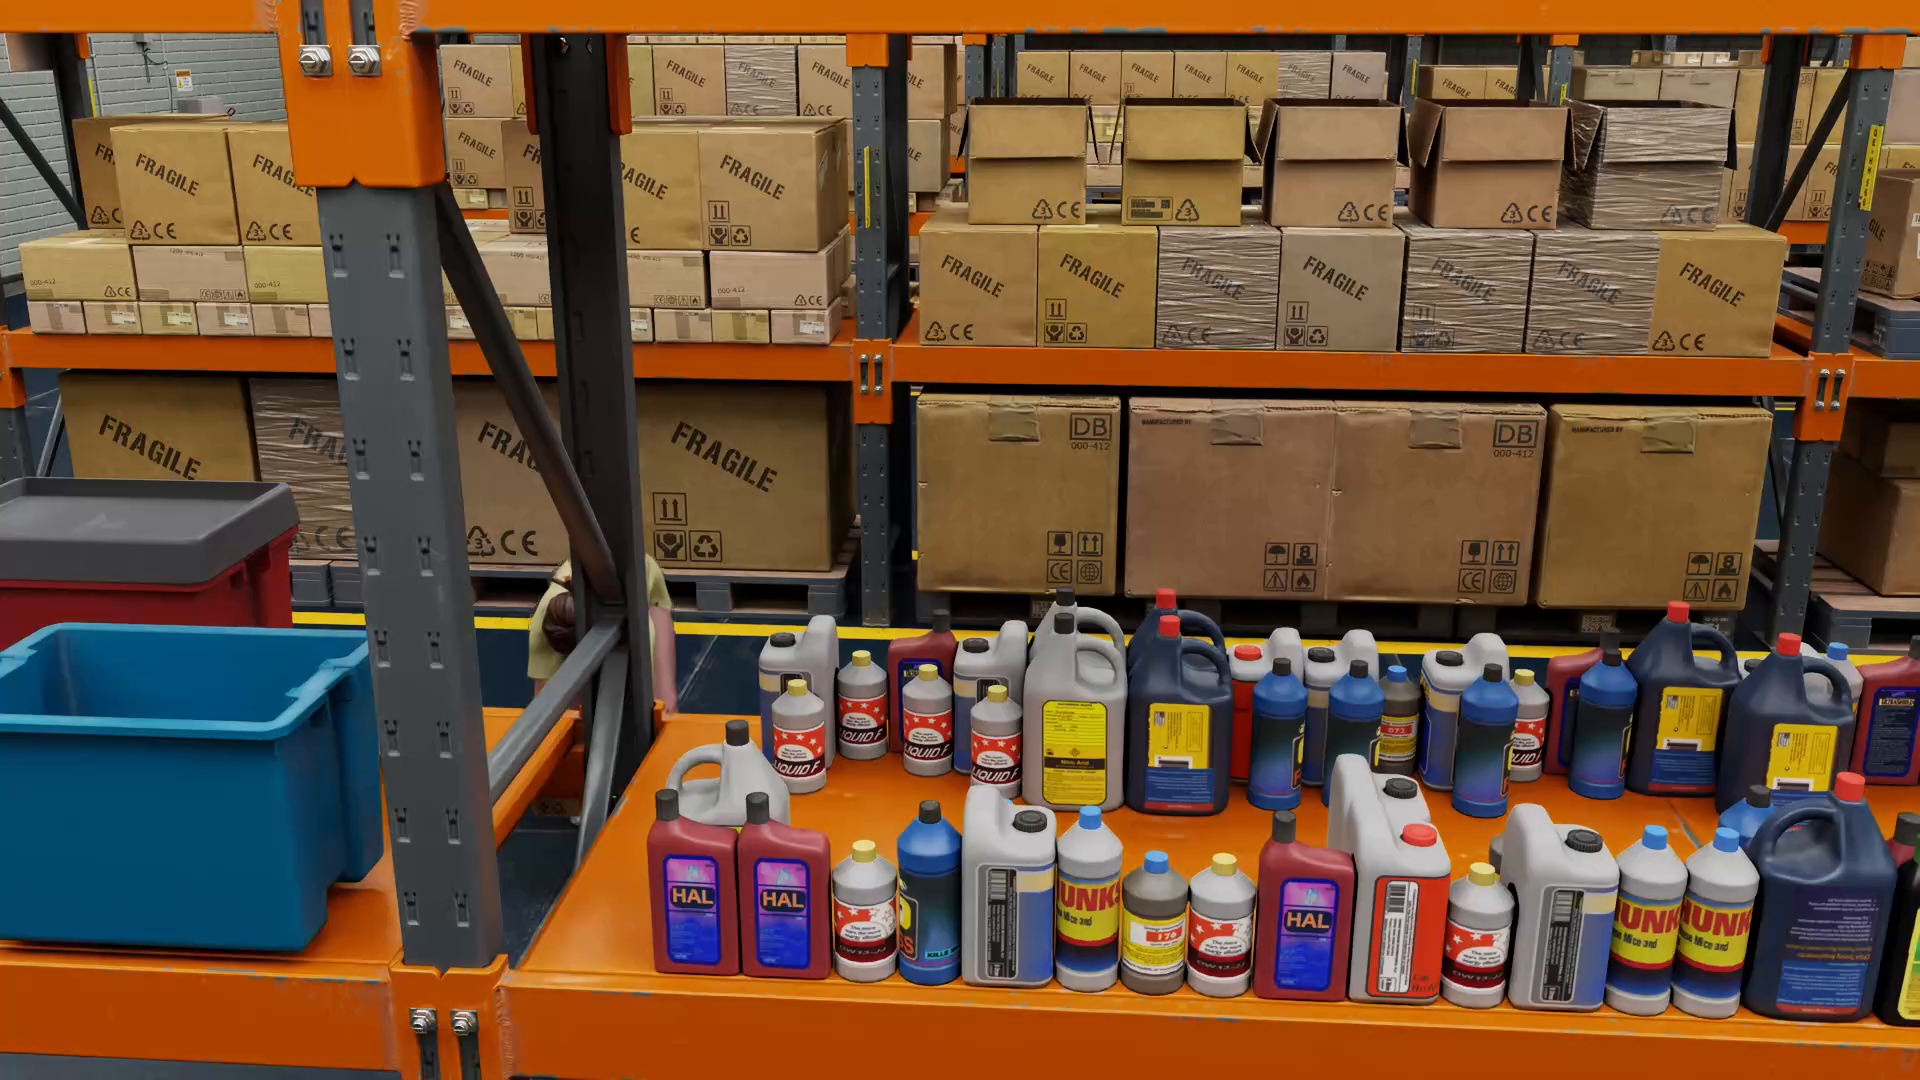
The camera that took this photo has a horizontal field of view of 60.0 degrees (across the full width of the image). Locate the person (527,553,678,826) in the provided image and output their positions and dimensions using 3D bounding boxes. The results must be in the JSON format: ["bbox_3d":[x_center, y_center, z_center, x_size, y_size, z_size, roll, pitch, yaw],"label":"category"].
[{"bbox_3d":[-1.174,0.516,5.493,0.467,1.031,0.868,0,18,1],"label":"person"}]
